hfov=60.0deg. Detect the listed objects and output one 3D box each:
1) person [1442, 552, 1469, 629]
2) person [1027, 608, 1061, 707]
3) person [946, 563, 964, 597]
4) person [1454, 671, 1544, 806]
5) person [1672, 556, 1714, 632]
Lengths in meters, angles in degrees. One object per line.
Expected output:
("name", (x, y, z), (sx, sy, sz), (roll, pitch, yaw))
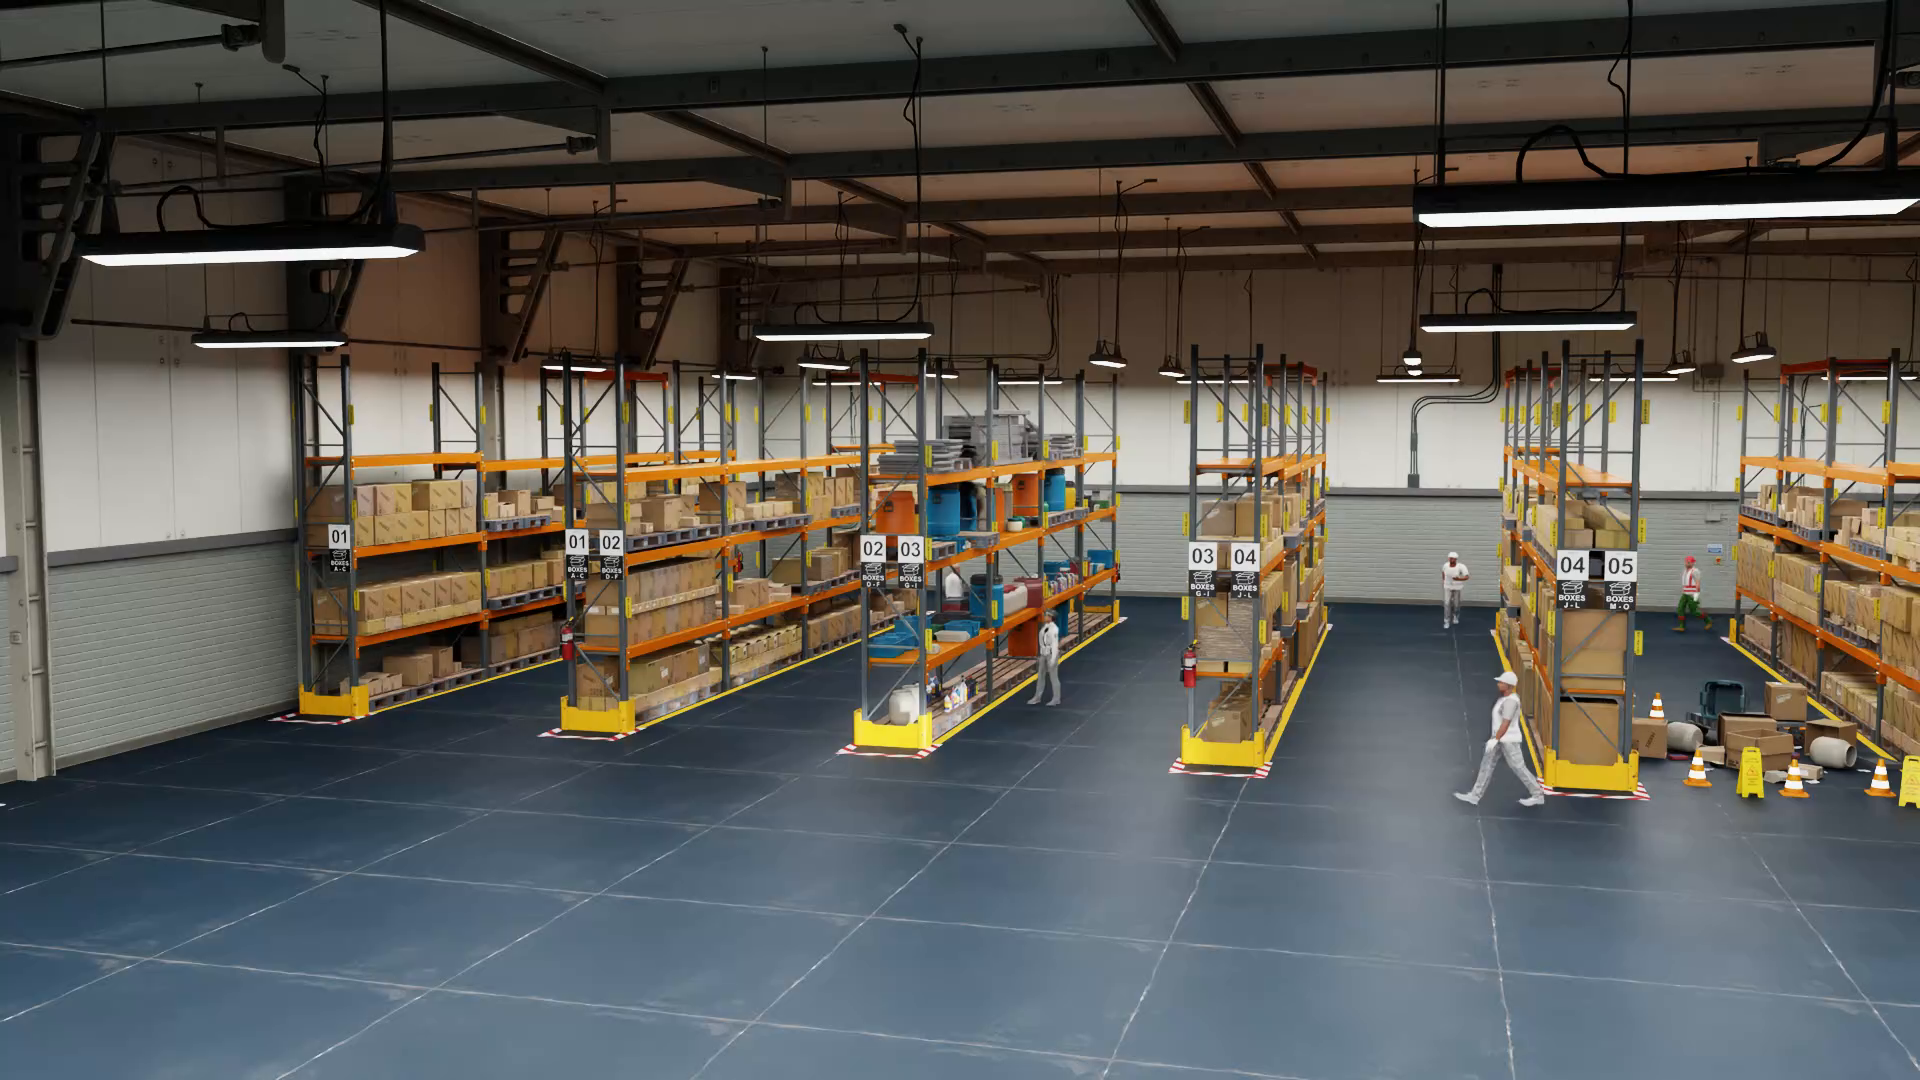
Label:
("person", (11.711, 1.181, 39.327), (0.629, 1.806, 0.847), (2, 5, 20))
("person", (1.464, 2.010, 28.639), (0.535, 1.703, 0.511), (-2, 5, -22))
("person", (-0.033, 1.386, 36.383), (0.588, 1.799, 0.609), (2, 5, 29))
("person", (6.898, 2.541, 21.161), (1.050, 1.740, 0.535), (0, 4, -3))
("person", (16.910, 1.247, 38.364), (0.878, 1.754, 0.638), (0, 4, 1))
